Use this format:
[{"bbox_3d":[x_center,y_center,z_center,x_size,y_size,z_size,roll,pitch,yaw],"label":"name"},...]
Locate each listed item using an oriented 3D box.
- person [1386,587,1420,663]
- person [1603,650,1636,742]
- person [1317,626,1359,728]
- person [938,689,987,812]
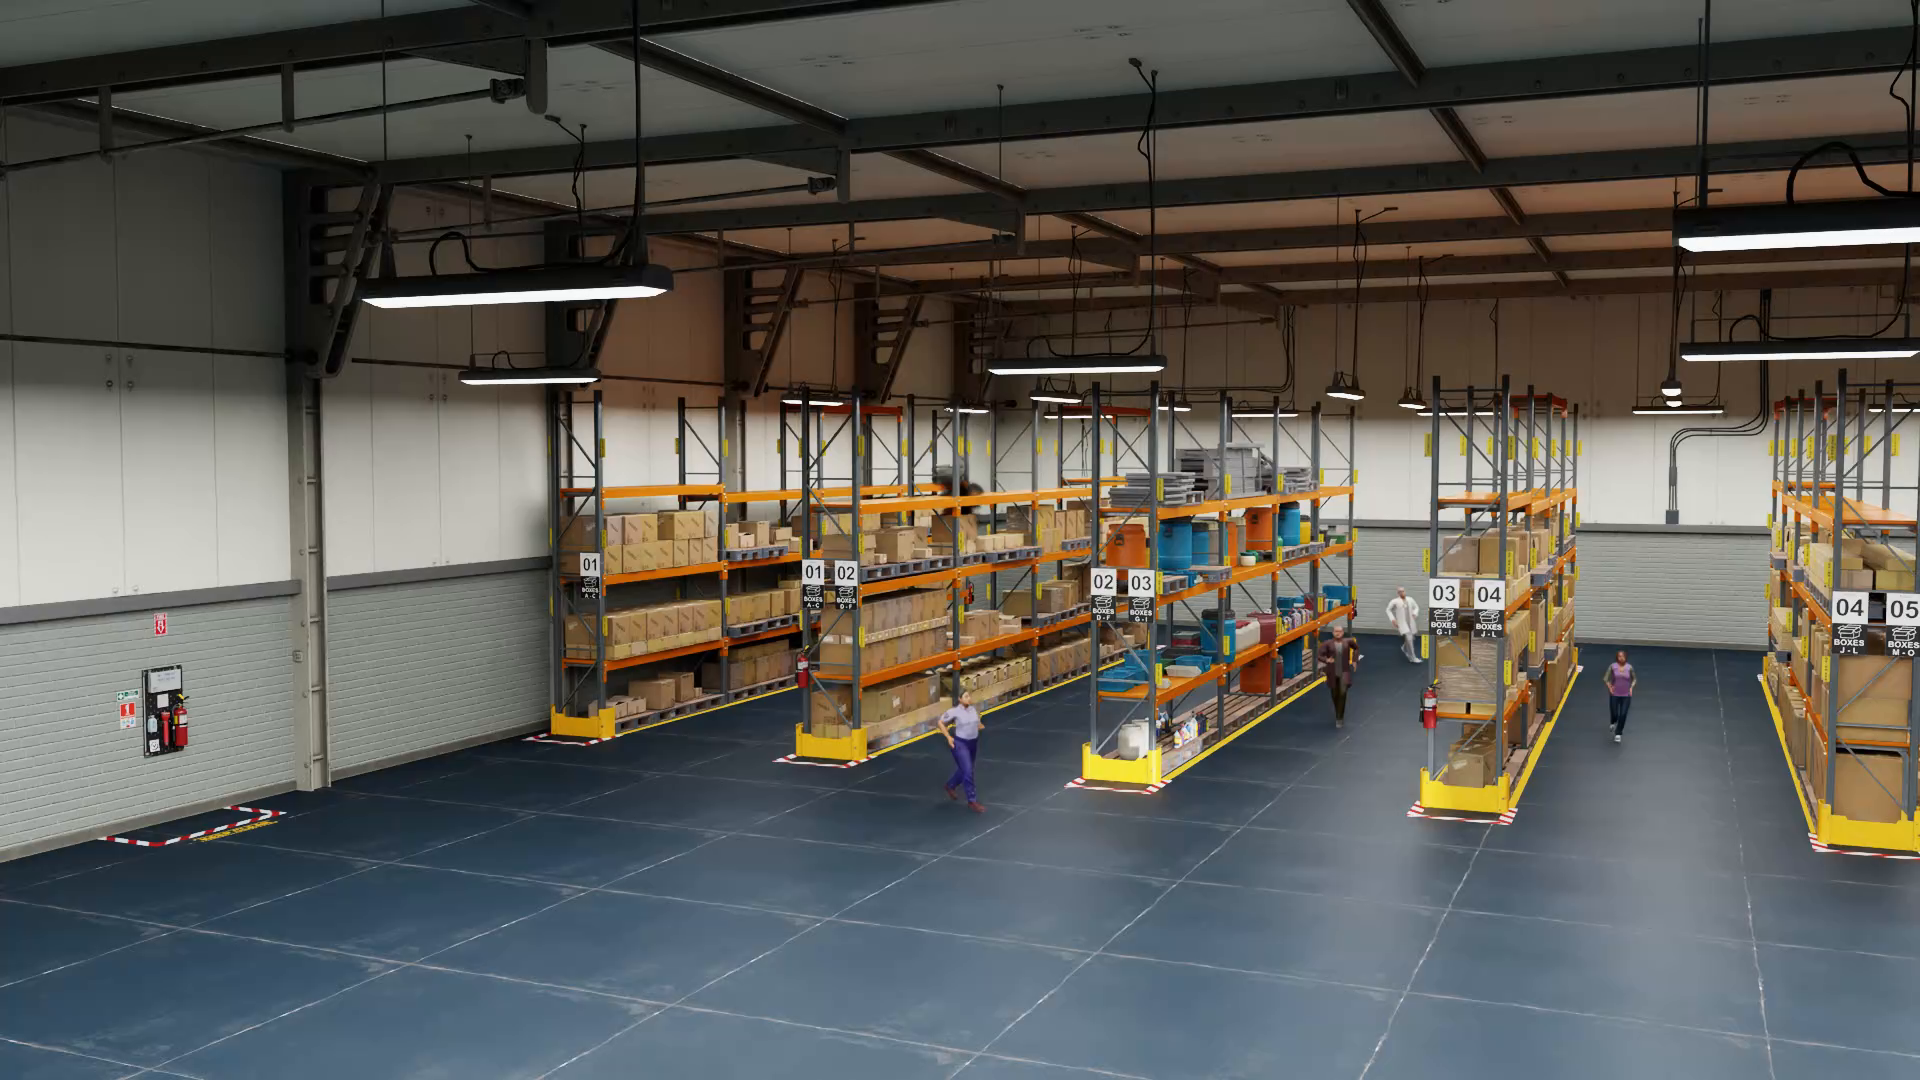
[{"bbox_3d":[10.401,1.975,38.934,0.774,1.735,0.880,-1,3,-9],"label":"person"},{"bbox_3d":[11.275,2.658,28.409,0.526,1.555,0.531,1,3,15],"label":"person"},{"bbox_3d":[6.850,2.469,30.130,0.738,1.853,0.923,1,3,13],"label":"person"},{"bbox_3d":[0.066,2.885,23.079,0.918,1.645,0.601,3,4,43],"label":"person"}]
